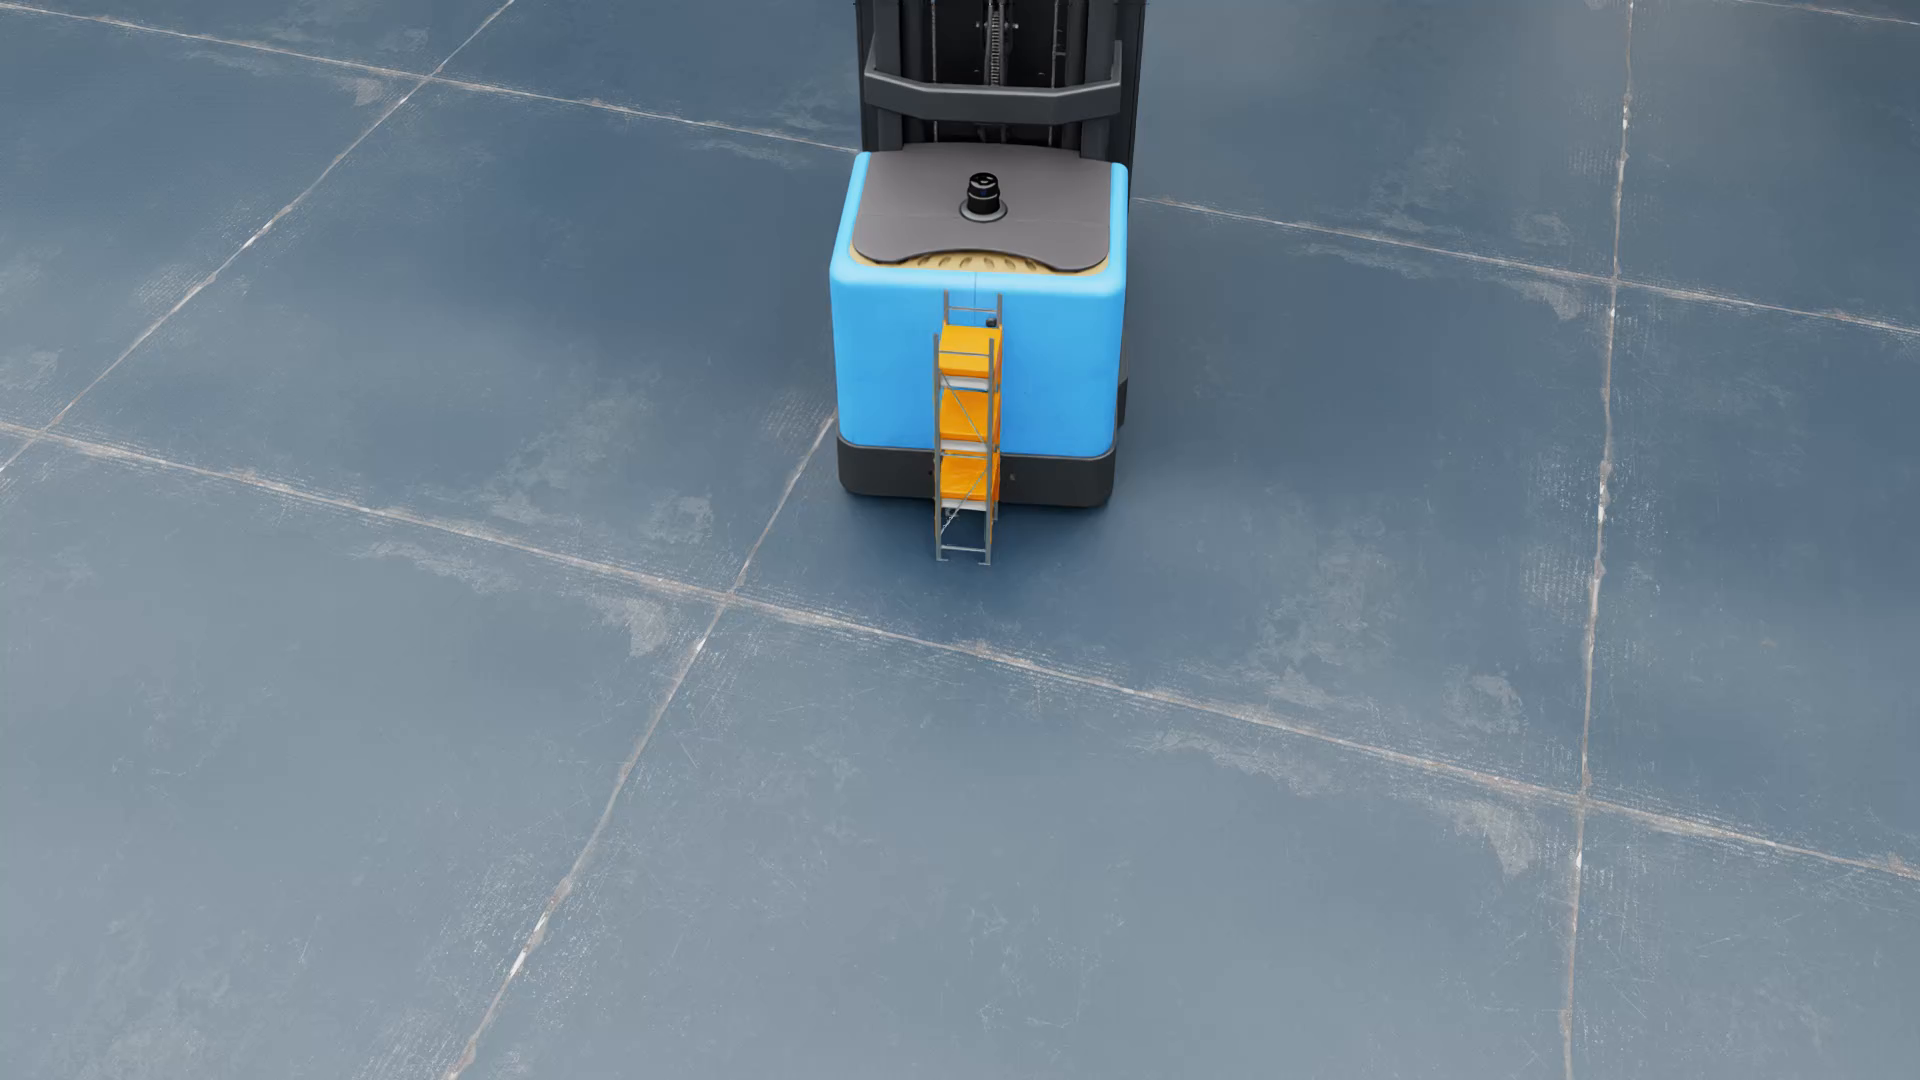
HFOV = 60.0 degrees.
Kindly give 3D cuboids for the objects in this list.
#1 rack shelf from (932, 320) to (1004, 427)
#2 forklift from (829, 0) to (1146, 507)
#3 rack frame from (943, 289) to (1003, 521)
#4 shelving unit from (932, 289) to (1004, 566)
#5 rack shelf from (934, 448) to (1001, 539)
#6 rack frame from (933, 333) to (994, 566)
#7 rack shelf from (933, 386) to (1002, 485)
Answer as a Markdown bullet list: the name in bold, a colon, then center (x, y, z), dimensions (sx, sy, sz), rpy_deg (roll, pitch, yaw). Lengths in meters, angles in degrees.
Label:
- **rack shelf**: center (0.028, -0.571, 5.692), dimensions (0.215, 0.259, 0.240), rpy_deg (5, 45, 5)
- **forklift**: center (0.172, -2.199, 6.402), dimensions (1.130, 2.935, 3.031), rpy_deg (3, 44, 3)
- **rack frame**: center (0.044, -0.460, 5.969), dimensions (0.200, 1.050, 0.008), rpy_deg (5, 45, 5)
- **shelving unit**: center (0.028, -0.375, 5.883), dimensions (0.215, 1.050, 0.252), rpy_deg (5, 45, 5)
- **rack shelf**: center (0.028, -0.169, 6.085), dimensions (0.215, 0.259, 0.240), rpy_deg (5, 45, 5)
- **rack frame**: center (0.012, -0.291, 5.796), dimensions (0.200, 1.050, 0.008), rpy_deg (5, 45, 5)
- **rack shelf**: center (0.028, -0.368, 5.890), dimensions (0.215, 0.259, 0.240), rpy_deg (5, 45, 5)
